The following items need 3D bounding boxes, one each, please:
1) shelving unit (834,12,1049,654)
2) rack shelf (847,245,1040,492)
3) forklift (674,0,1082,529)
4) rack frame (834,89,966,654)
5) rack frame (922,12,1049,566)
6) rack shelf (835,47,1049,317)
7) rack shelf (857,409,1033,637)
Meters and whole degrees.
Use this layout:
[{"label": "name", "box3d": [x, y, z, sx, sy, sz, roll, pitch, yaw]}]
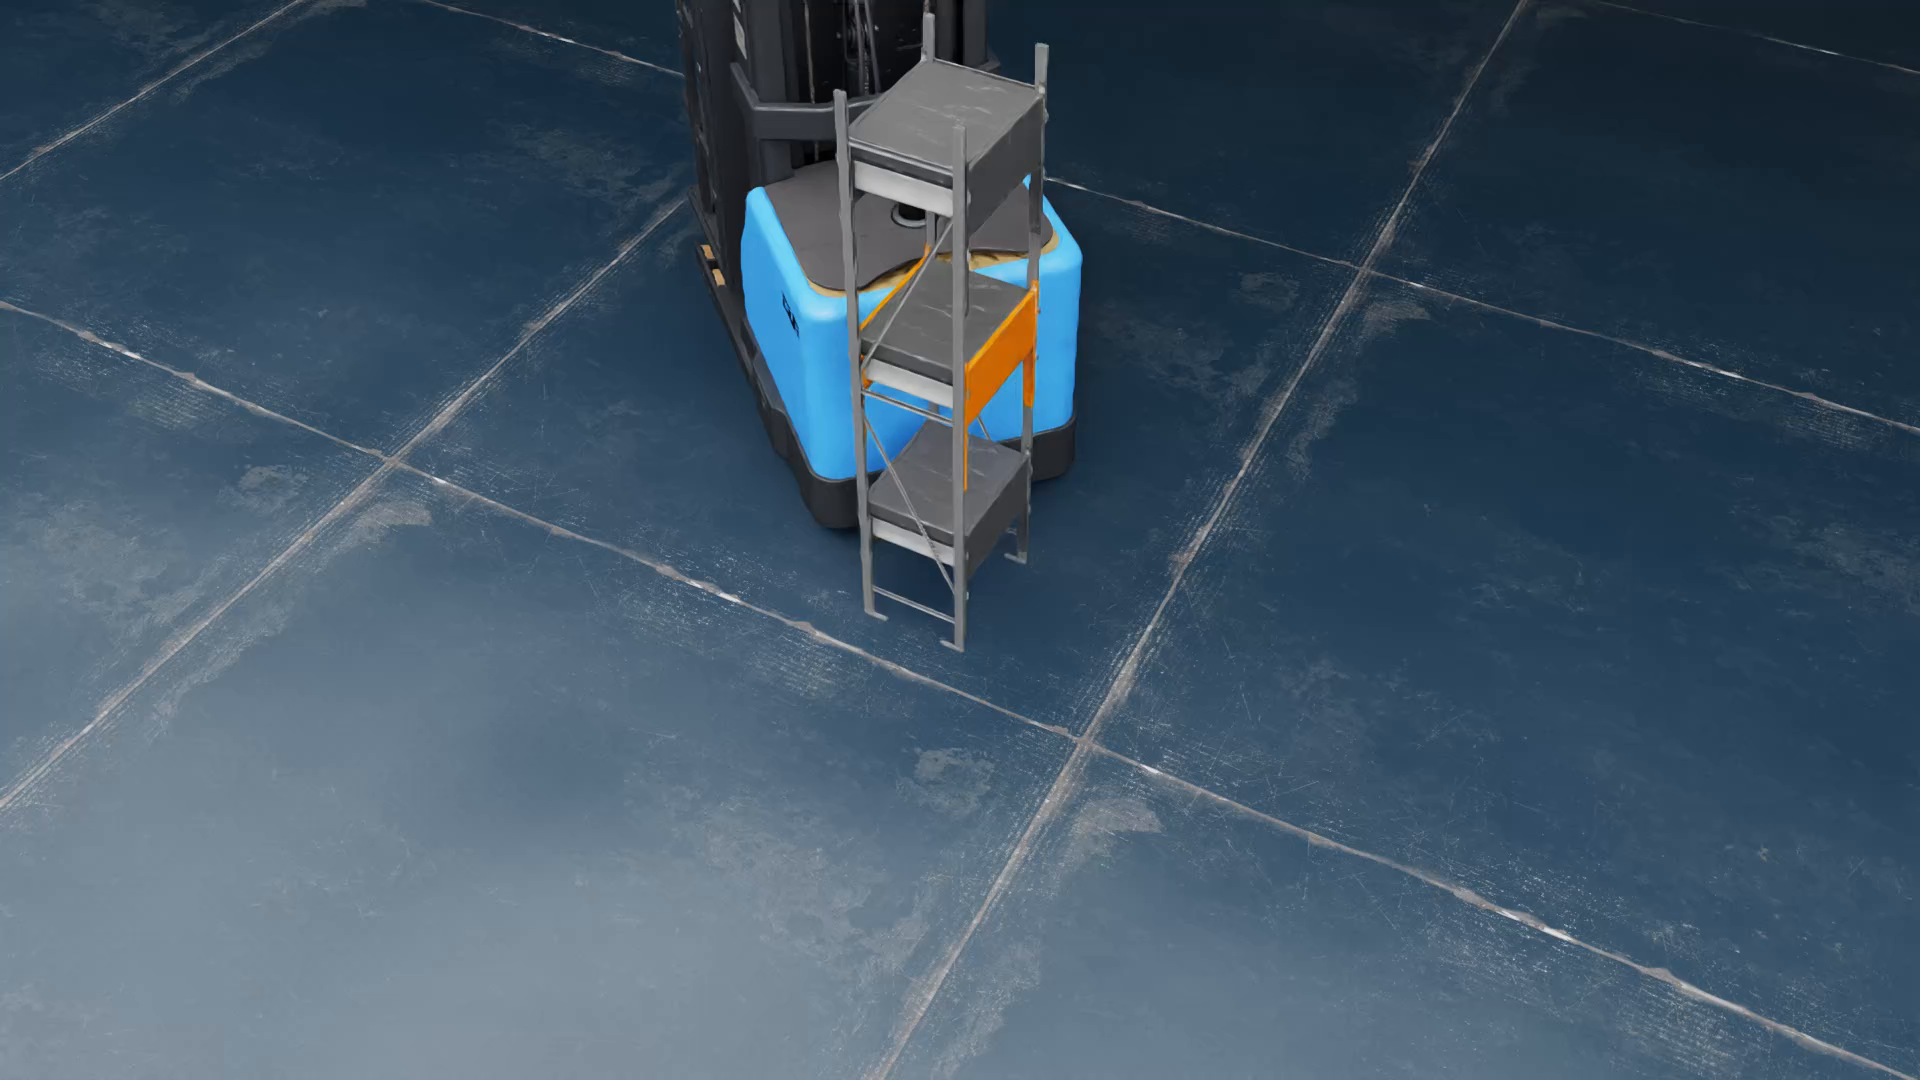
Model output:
[{"label": "shelving unit", "box3d": [-0.047, -0.563, 5.330, 0.431, 2.100, 0.503, 21, 49, 20]}, {"label": "rack shelf", "box3d": [-0.047, -0.554, 5.340, 0.431, 0.518, 0.480, 21, 49, 20]}, {"label": "forklift", "box3d": [-0.531, -2.139, 6.304, 1.130, 2.935, 3.031, -14, 47, -14]}, {"label": "rack frame", "box3d": [-0.163, -0.411, 5.180, 0.400, 2.100, 0.015, 21, 49, 20]}, {"label": "rack frame", "box3d": [0.070, -0.716, 5.481, 0.400, 2.100, 0.015, 21, 49, 20]}, {"label": "rack shelf", "box3d": [-0.047, -1.046, 4.842, 0.431, 0.518, 0.480, 21, 49, 20]}, {"label": "rack shelf", "box3d": [-0.047, -0.061, 5.838, 0.431, 0.518, 0.480, 21, 49, 20]}]
